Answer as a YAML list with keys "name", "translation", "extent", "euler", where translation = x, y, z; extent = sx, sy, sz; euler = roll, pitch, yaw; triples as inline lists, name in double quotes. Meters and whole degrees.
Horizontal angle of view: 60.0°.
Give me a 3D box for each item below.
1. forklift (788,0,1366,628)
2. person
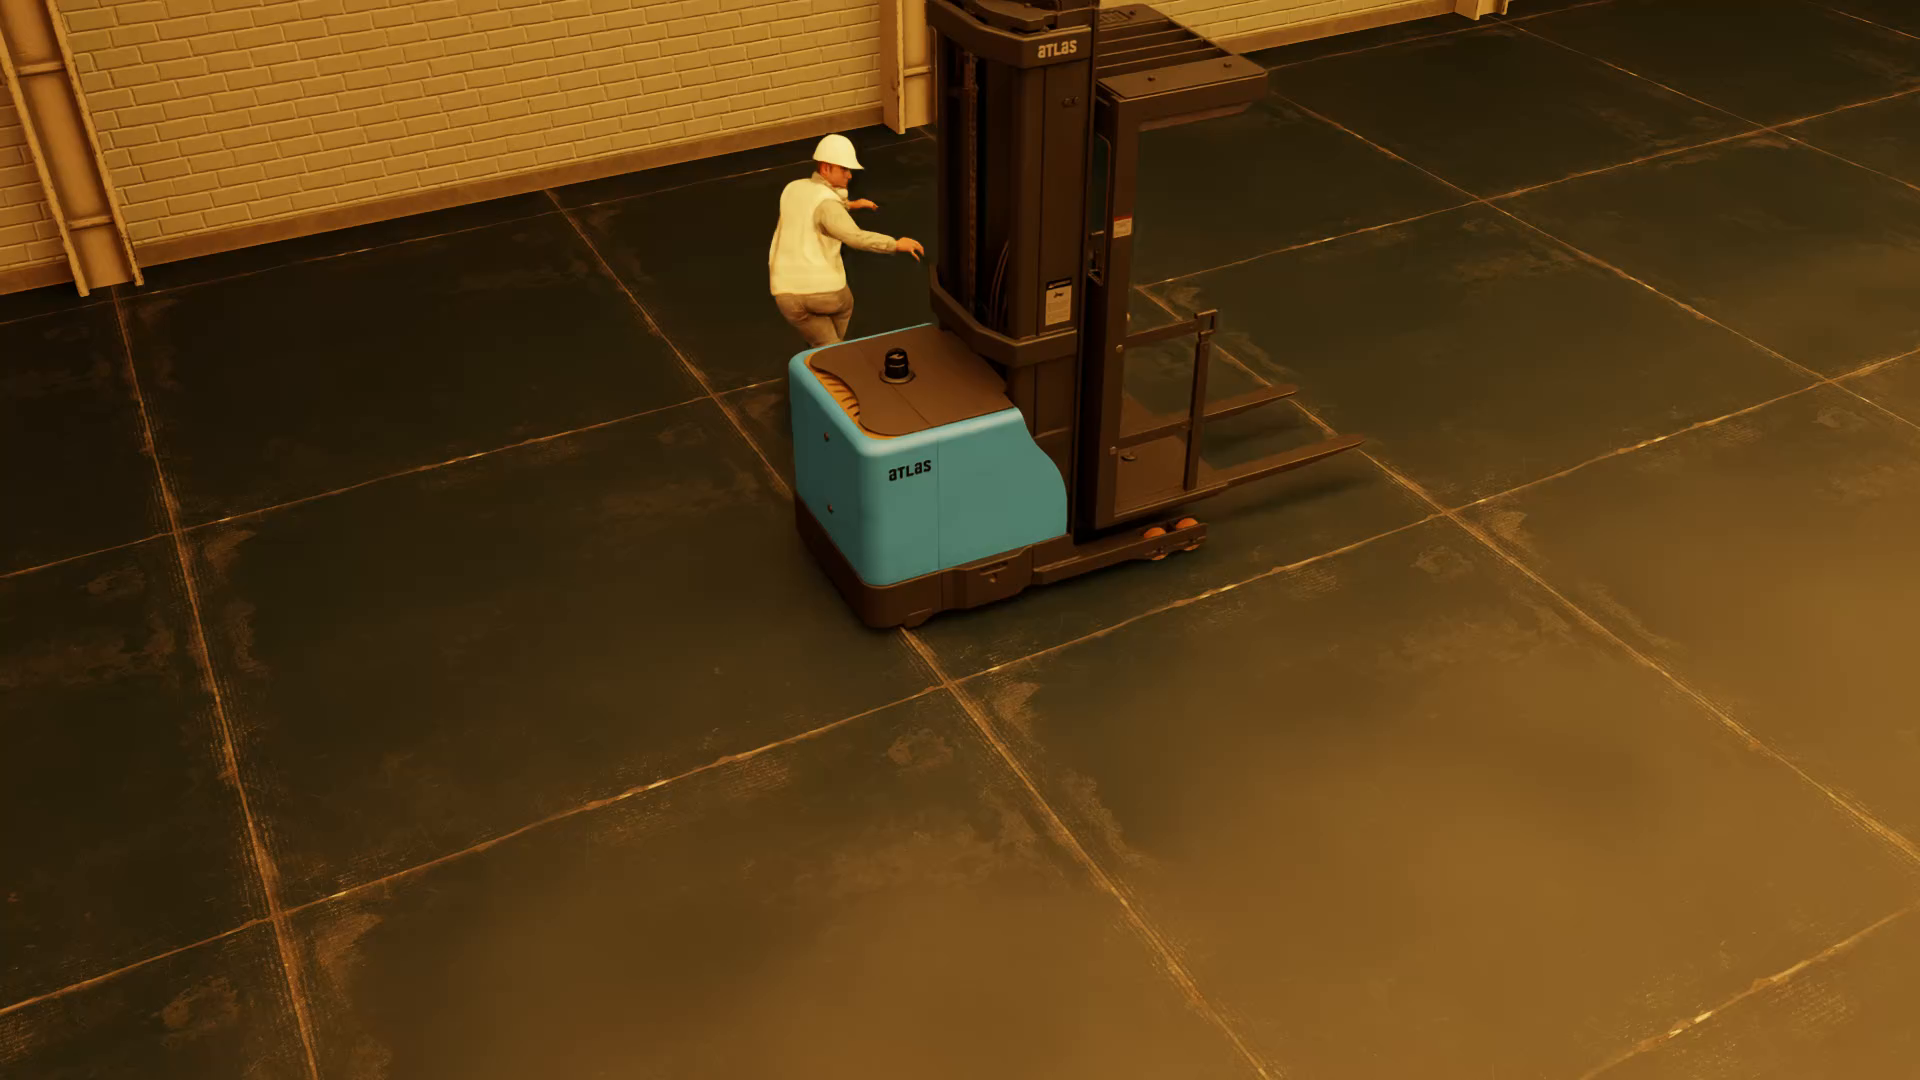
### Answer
- name: "forklift"
  translation: [0.705, -1.351, 8.034]
  extent: [3.031, 2.935, 1.130]
  euler: [-16, 38, -21]
- name: "person"
  translation: [-0.590, -1.536, 9.523]
  extent: [0.909, 1.559, 1.069]
  euler: [14, 38, 19]
